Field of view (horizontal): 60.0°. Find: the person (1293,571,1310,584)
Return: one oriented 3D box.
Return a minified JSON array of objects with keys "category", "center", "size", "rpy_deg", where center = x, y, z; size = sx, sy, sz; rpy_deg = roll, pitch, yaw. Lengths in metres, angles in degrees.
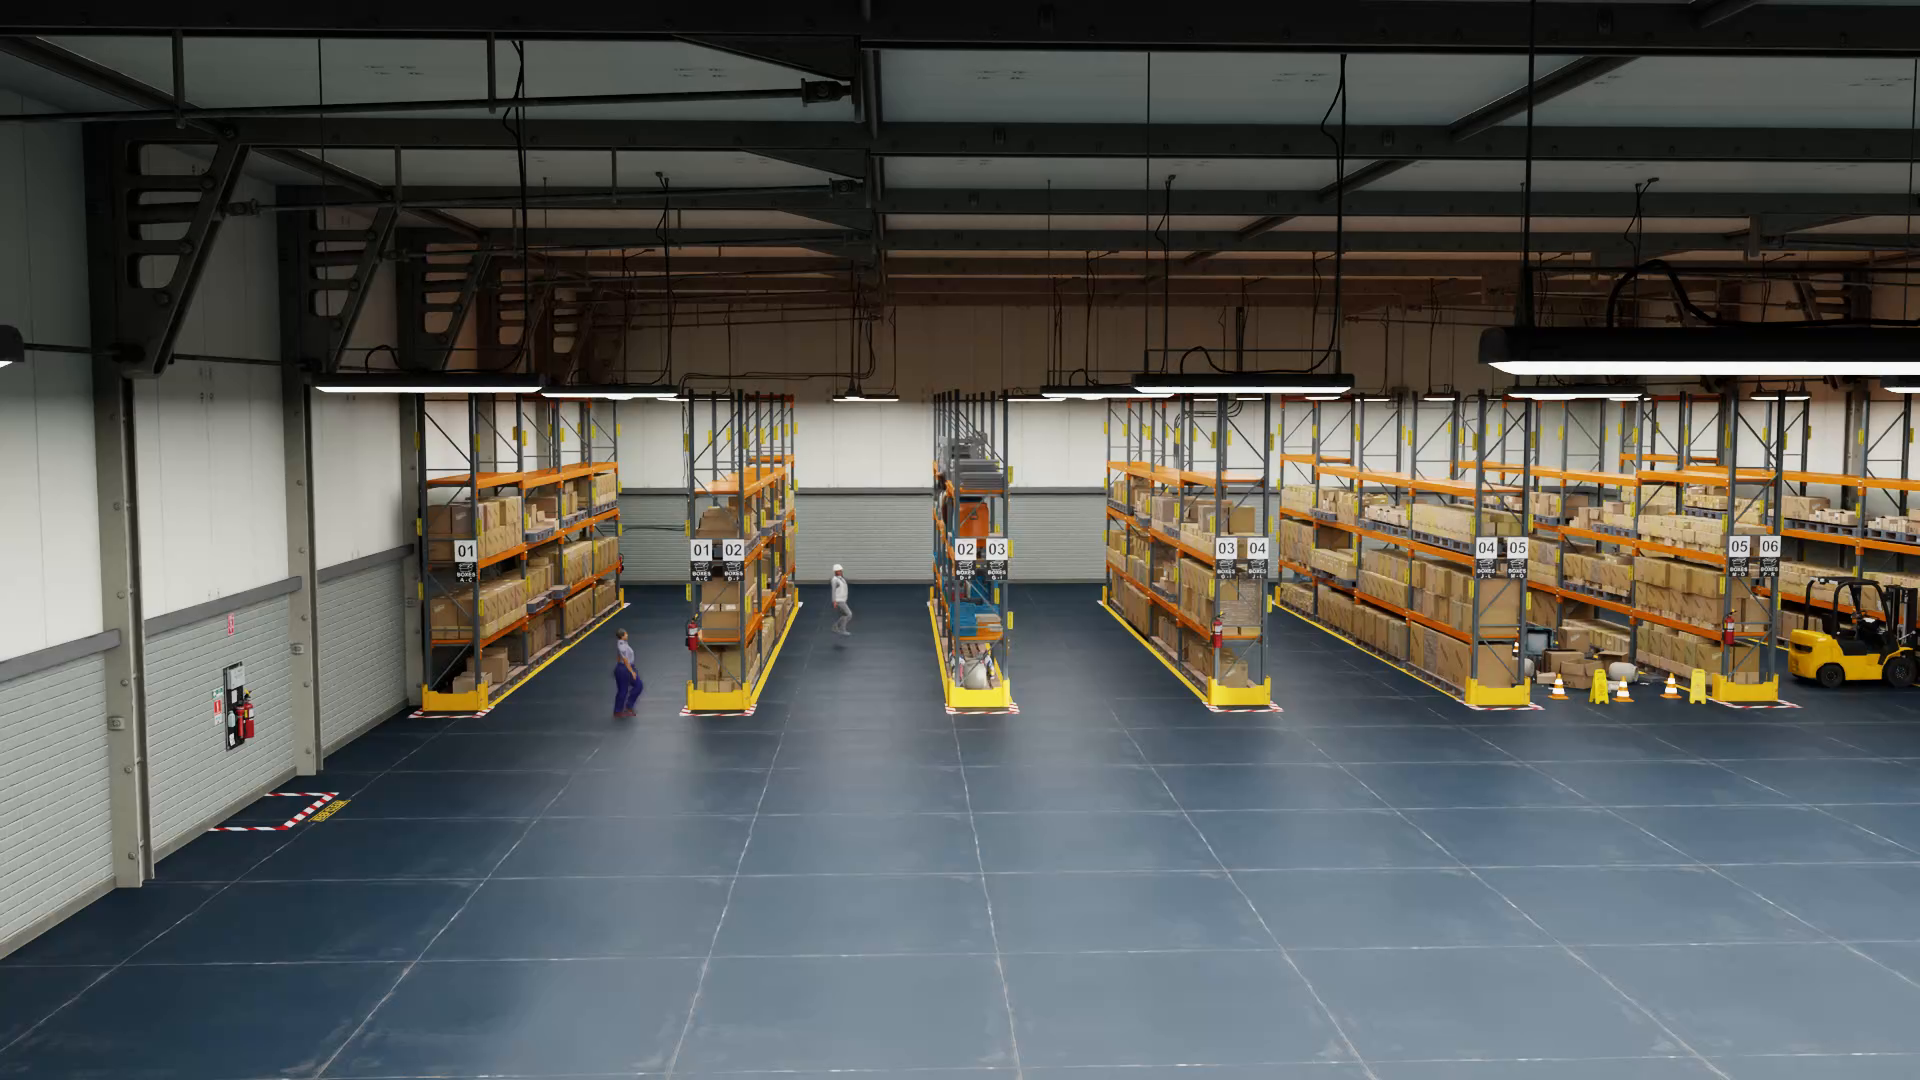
[{"category":"person","center":[10.312,0.767,50.038],"size":[0.725,1.736,0.617],"rpy_deg":[-2,5,-18]}]

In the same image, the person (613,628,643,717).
[{"category":"person","center":[-6.088,2.432,30.337],"size":[0.503,1.668,0.493],"rpy_deg":[1,5,9]}]

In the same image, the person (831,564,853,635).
[{"category":"person","center":[-2.787,1.404,39.491],"size":[0.550,1.665,0.571],"rpy_deg":[1,5,9]}]
